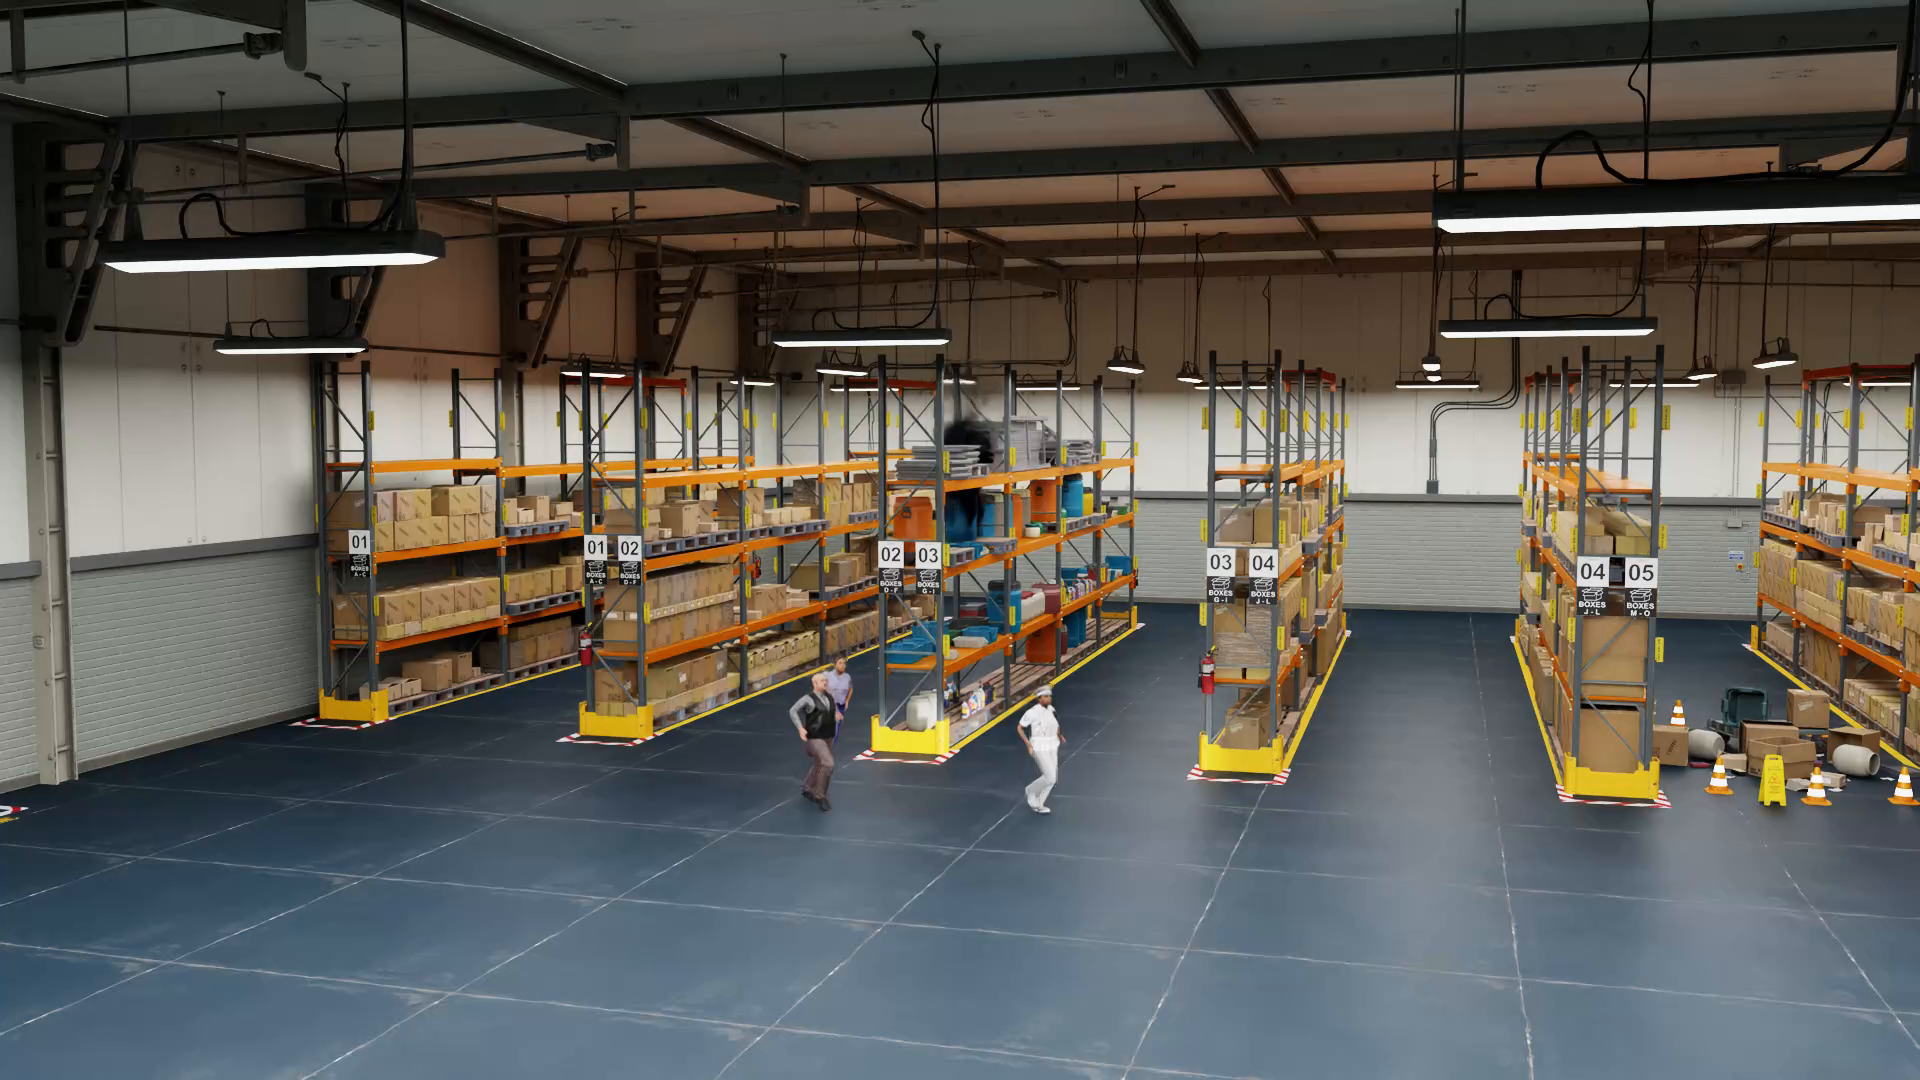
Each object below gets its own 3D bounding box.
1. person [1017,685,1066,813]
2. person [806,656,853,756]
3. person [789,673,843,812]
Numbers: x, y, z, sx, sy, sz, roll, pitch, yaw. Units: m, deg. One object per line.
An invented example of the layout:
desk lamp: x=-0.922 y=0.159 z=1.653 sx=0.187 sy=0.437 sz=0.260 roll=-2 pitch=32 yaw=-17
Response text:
person: x=1.105 y=2.662 z=21.131 sx=0.572 sy=1.652 sz=0.559 roll=-4 pitch=5 yaw=-42
person: x=-1.866 y=2.491 z=24.305 sx=0.660 sy=1.589 sz=0.839 roll=-1 pitch=4 yaw=-18
person: x=-1.809 y=2.612 z=21.505 sx=0.752 sy=1.780 sz=0.624 roll=3 pitch=5 yaw=35
